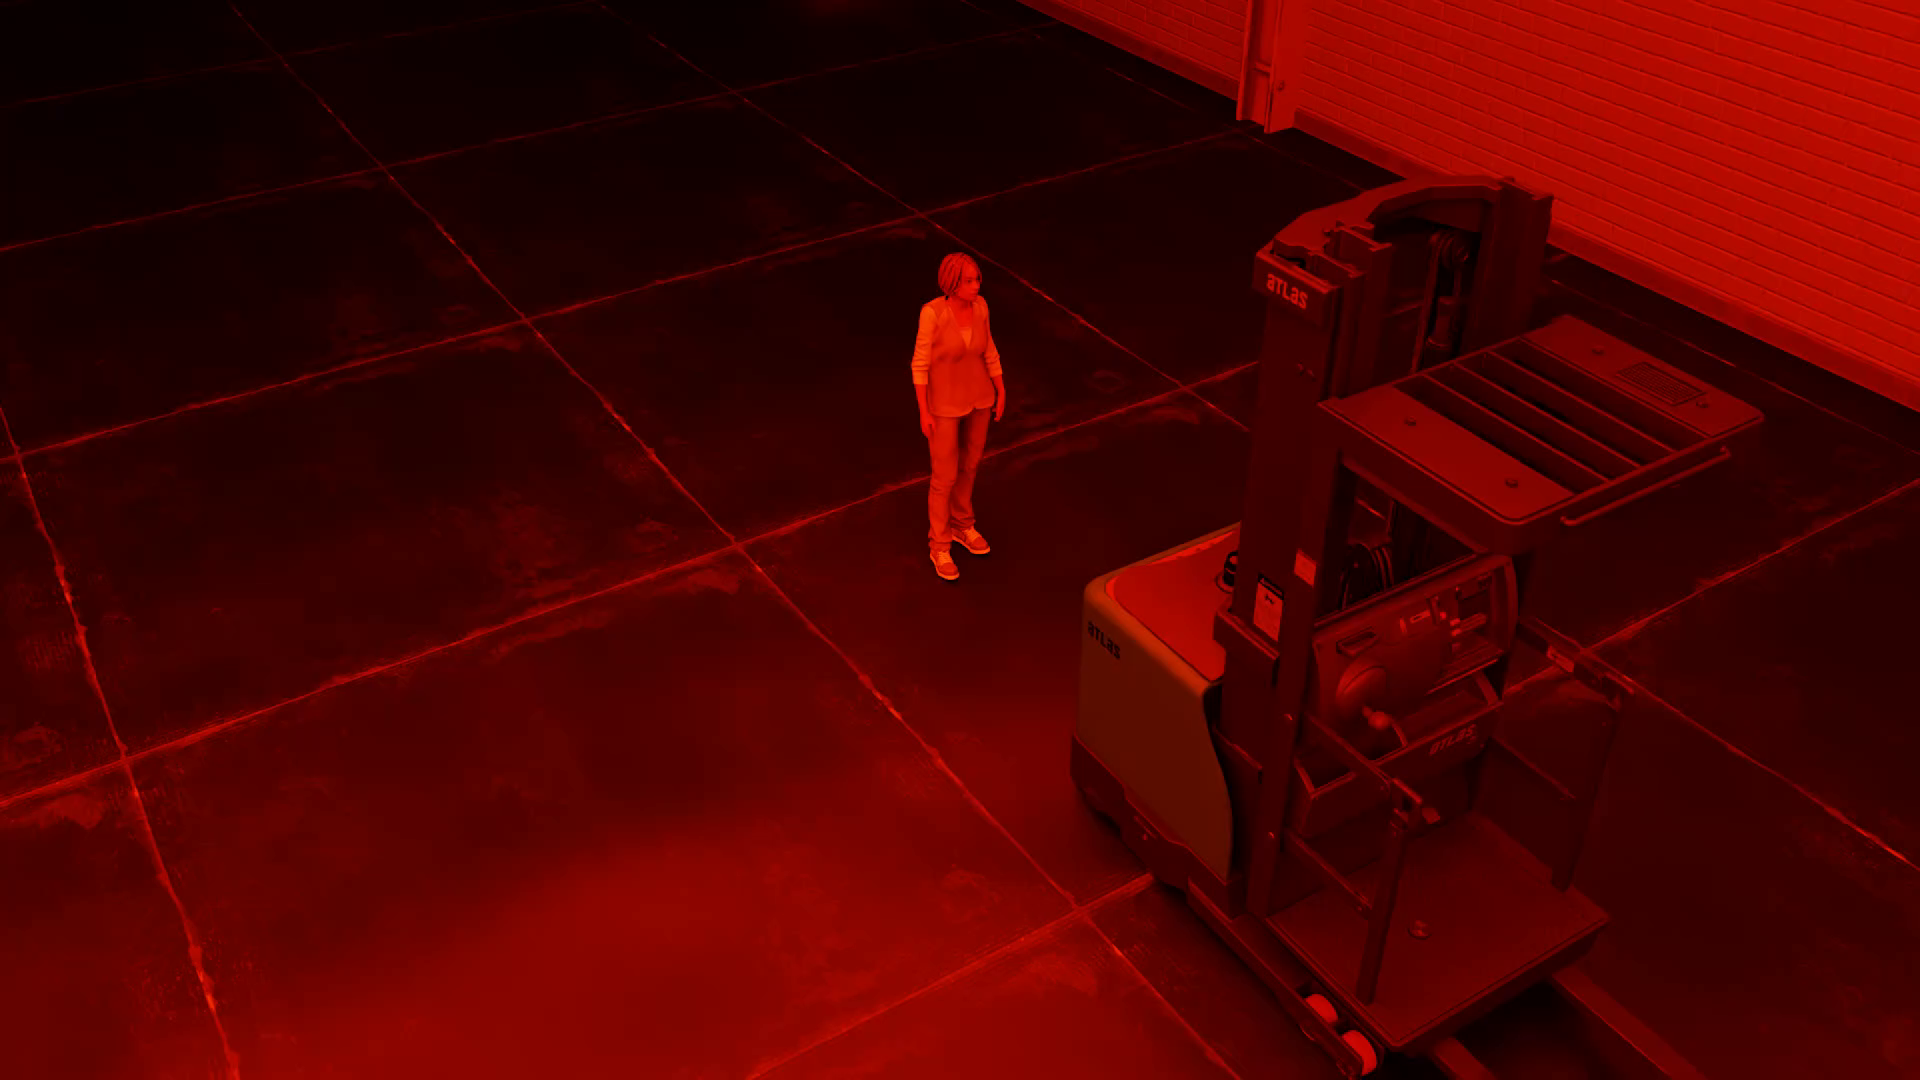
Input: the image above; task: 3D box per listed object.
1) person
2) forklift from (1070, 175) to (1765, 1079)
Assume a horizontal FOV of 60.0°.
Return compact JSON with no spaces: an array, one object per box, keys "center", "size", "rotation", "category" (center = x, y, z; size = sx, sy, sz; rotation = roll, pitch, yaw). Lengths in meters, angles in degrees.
[{"center":[0.029,-0.619,8.176],"size":[0.520,1.599,0.473],"rotation":[-21,40,-27],"category":"person"},{"center":[1.683,0.415,5.556],"size":[1.130,2.935,3.031],"rotation":[-20,40,-26],"category":"forklift"}]
